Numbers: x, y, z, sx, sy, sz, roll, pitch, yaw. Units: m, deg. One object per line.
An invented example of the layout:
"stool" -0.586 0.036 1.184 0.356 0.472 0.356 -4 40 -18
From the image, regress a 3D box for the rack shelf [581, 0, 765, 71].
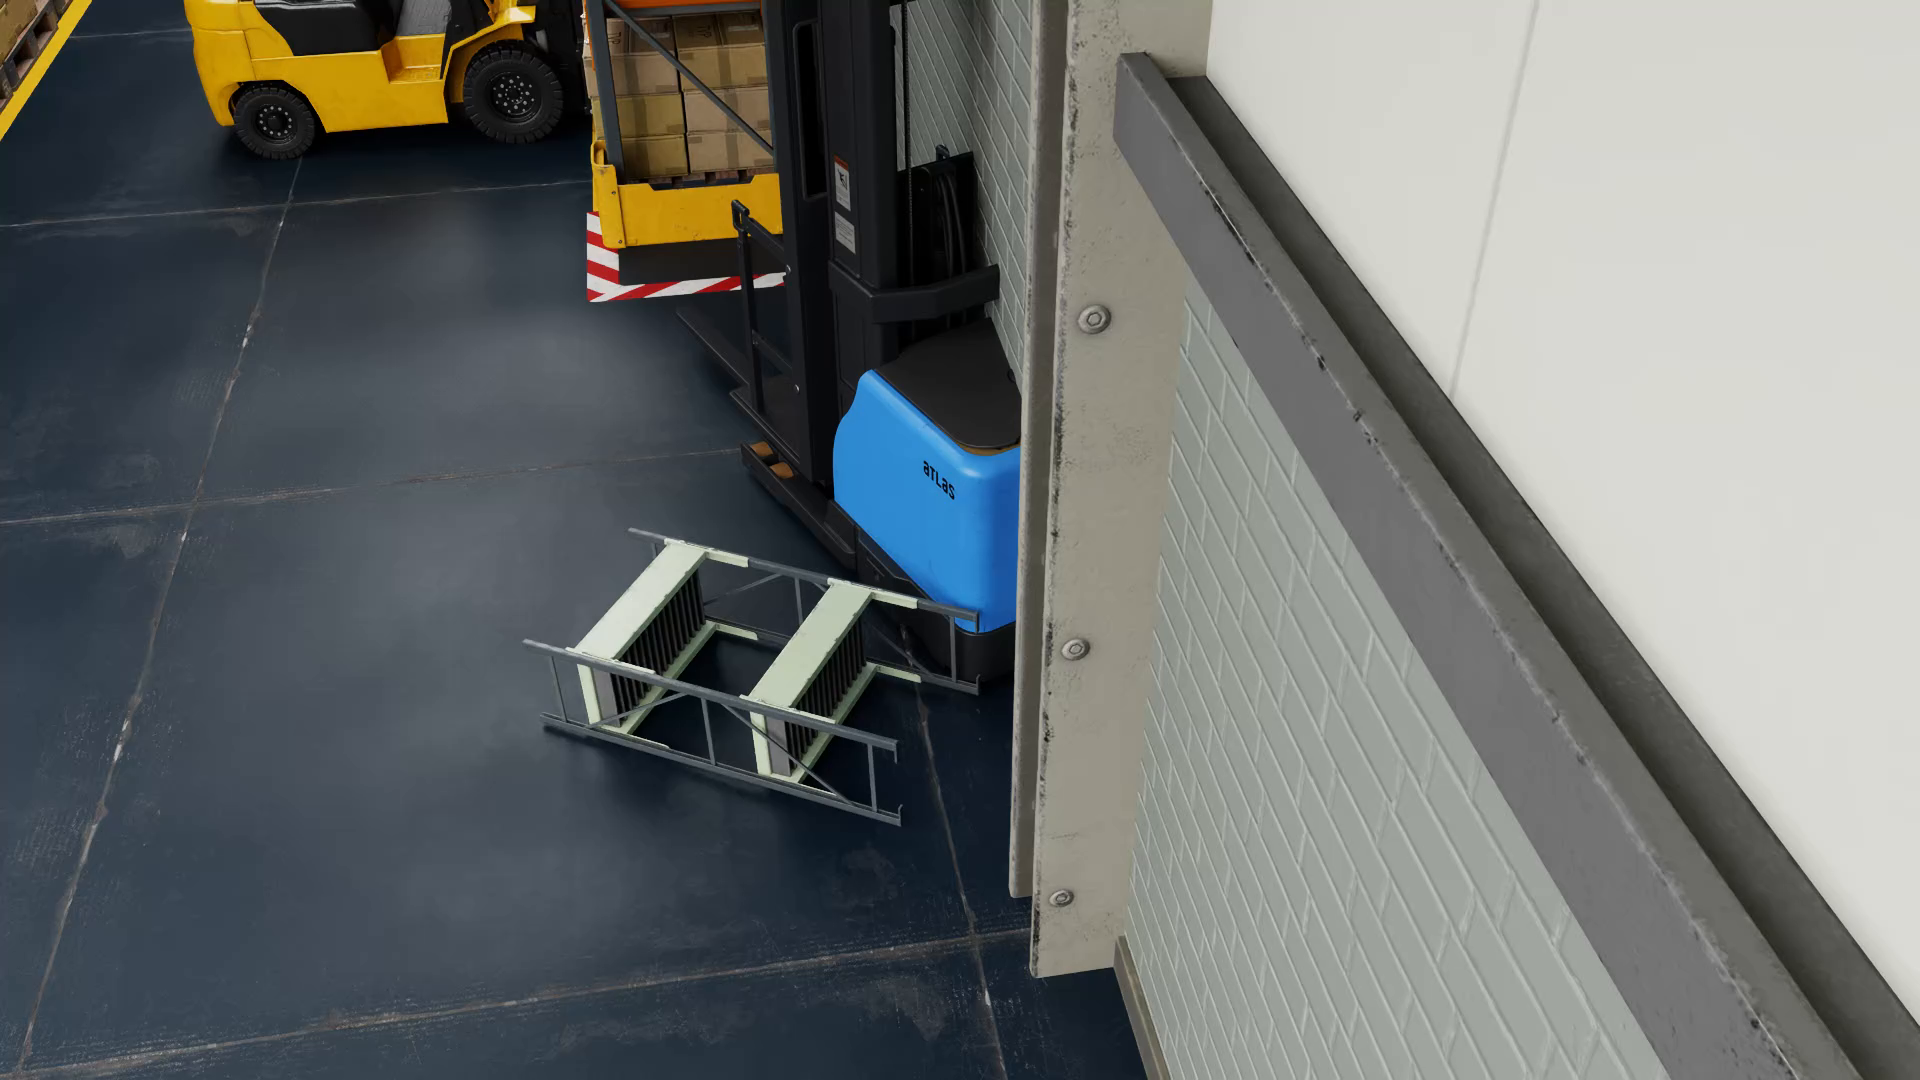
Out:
"rack shelf" -1.815 -3.925 10.443 1.077 0.370 4.000 -6 38 -8

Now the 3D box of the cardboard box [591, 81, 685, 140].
"cardboard box" -1.857 -2.538 9.564 0.500 0.250 0.500 -7 38 -9

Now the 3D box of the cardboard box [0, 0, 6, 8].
"cardboard box" -6.593 -3.621 10.754 0.500 0.500 0.500 -6 38 -7

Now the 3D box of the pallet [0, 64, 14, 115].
"pallet" -6.682 -2.639 10.475 1.003 0.211 1.213 -6 38 -8

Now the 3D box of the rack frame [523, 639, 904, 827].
"rack frame" -0.901 0.686 5.982 1.500 0.400 0.023 13 39 18

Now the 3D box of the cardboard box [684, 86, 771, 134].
"cardboard box" -1.342 -2.584 9.623 0.500 0.250 0.500 -6 38 -7

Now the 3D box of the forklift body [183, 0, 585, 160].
"forklift body" -3.593 -3.615 10.150 2.313 2.155 1.214 -6 38 -8

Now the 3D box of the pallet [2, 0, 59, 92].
"pallet" -6.899 -3.377 11.425 1.003 0.211 1.213 -6 38 -8

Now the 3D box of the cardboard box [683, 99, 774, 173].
"cardboard box" -1.358 -2.398 9.791 0.500 0.250 0.500 -6 38 -8

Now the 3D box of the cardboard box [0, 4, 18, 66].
"cardboard box" -6.580 -3.312 10.967 0.500 0.250 0.500 -7 38 -9

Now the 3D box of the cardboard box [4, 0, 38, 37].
"cardboard box" -6.683 -3.632 11.379 0.500 0.250 0.500 -5 38 -6

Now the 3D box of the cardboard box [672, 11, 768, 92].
"cardboard box" -1.362 -2.786 9.475 0.500 0.250 0.500 -7 38 -9

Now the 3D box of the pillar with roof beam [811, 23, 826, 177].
"pillar with roof beam" -4.937 -5.424 6.897 9.100 9.000 0.400 -6 38 -8

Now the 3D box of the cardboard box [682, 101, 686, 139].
"cardboard box" -1.935 -2.632 10.092 0.500 0.250 0.500 -6 38 -8

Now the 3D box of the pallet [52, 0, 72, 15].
"pallet" -7.189 -4.249 12.548 1.003 0.211 1.213 -6 38 -8

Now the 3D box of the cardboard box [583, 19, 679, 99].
"cardboard box" -1.852 -2.720 9.390 0.500 0.250 0.500 -5 38 -6

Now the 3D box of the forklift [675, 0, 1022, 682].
"forklift" -0.339 -1.481 6.768 1.130 2.935 3.031 -22 43 -25

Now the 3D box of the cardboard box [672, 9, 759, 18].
"cardboard box" -1.453 -3.088 9.863 0.500 0.250 0.500 -6 38 -8

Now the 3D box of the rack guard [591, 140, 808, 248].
"rack guard" -1.460 -1.999 9.416 1.175 0.500 0.348 -6 38 -8

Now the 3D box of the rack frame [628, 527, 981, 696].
"rack frame" -0.623 0.274 6.519 1.500 0.400 0.023 13 39 18

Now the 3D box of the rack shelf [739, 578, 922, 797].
"rack shelf" -0.460 0.549 6.148 0.370 0.431 0.720 13 39 18

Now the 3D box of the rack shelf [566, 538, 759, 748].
"rack shelf" -1.123 0.397 6.374 0.370 0.431 0.720 13 39 18

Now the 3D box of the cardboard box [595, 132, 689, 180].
"cardboard box" -1.857 -2.330 9.704 0.500 0.250 0.500 -6 38 -8

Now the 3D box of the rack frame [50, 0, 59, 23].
"rack frame" -7.051 -4.881 11.087 1.000 3.000 0.127 -6 38 -8

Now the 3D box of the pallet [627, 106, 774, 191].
"pallet" -1.639 -2.357 10.112 1.003 0.211 1.213 -6 38 -8

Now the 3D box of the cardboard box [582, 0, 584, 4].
"cardboard box" -2.045 -3.332 10.177 0.500 0.250 0.500 -6 38 -7

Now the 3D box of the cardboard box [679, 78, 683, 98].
"cardboard box" -1.934 -2.843 9.955 0.500 0.250 0.500 -7 38 -8

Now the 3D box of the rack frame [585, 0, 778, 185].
"rack frame" -1.464 -3.001 8.667 1.000 3.000 0.127 -6 38 -8

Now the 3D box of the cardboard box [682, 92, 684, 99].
"cardboard box" -1.441 -2.886 10.012 0.500 0.250 0.500 -7 38 -8

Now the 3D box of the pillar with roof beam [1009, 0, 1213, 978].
"pillar with roof beam" -3.885 -1.800 2.232 9.100 9.000 0.400 -6 38 -8

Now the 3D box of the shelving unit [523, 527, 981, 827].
"shelving unit" -0.762 0.480 6.251 1.500 0.431 0.755 13 39 18

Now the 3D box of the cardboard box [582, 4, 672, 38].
"cardboard box" -1.947 -3.028 9.786 0.500 0.250 0.500 -6 38 -7
